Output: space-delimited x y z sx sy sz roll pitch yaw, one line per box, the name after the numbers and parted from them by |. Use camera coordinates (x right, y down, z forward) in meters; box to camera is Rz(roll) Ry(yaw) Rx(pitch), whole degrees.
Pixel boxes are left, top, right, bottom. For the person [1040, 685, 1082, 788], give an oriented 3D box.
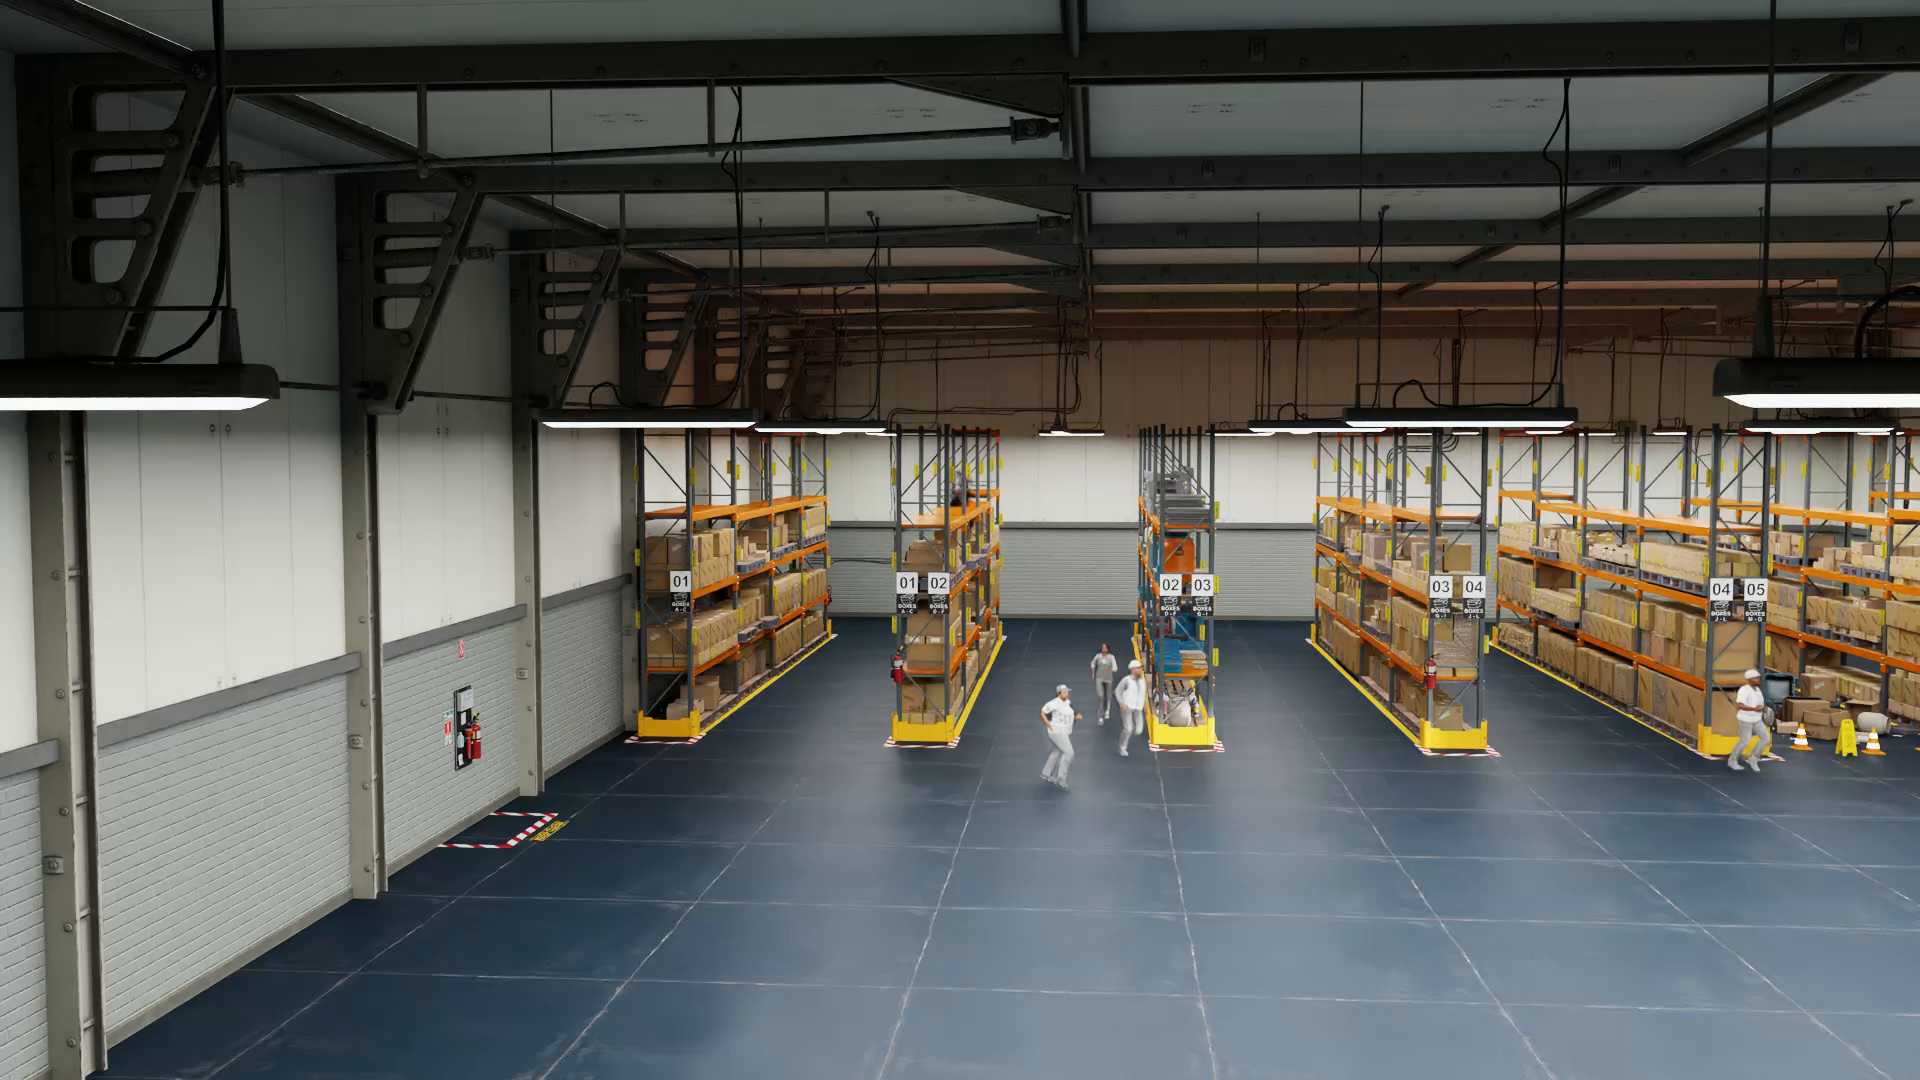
1.670 3.247 27.480 0.717 1.719 0.572 2 4 30 | person

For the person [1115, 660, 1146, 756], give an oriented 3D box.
3.130 3.037 30.215 0.702 1.710 0.543 -2 4 -26 | person

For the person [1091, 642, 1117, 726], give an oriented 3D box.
2.904 2.869 33.482 0.519 1.626 0.797 0 3 3 | person

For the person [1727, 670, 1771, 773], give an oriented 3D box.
13.590 3.107 28.544 0.664 1.771 0.703 -2 4 -31 | person
